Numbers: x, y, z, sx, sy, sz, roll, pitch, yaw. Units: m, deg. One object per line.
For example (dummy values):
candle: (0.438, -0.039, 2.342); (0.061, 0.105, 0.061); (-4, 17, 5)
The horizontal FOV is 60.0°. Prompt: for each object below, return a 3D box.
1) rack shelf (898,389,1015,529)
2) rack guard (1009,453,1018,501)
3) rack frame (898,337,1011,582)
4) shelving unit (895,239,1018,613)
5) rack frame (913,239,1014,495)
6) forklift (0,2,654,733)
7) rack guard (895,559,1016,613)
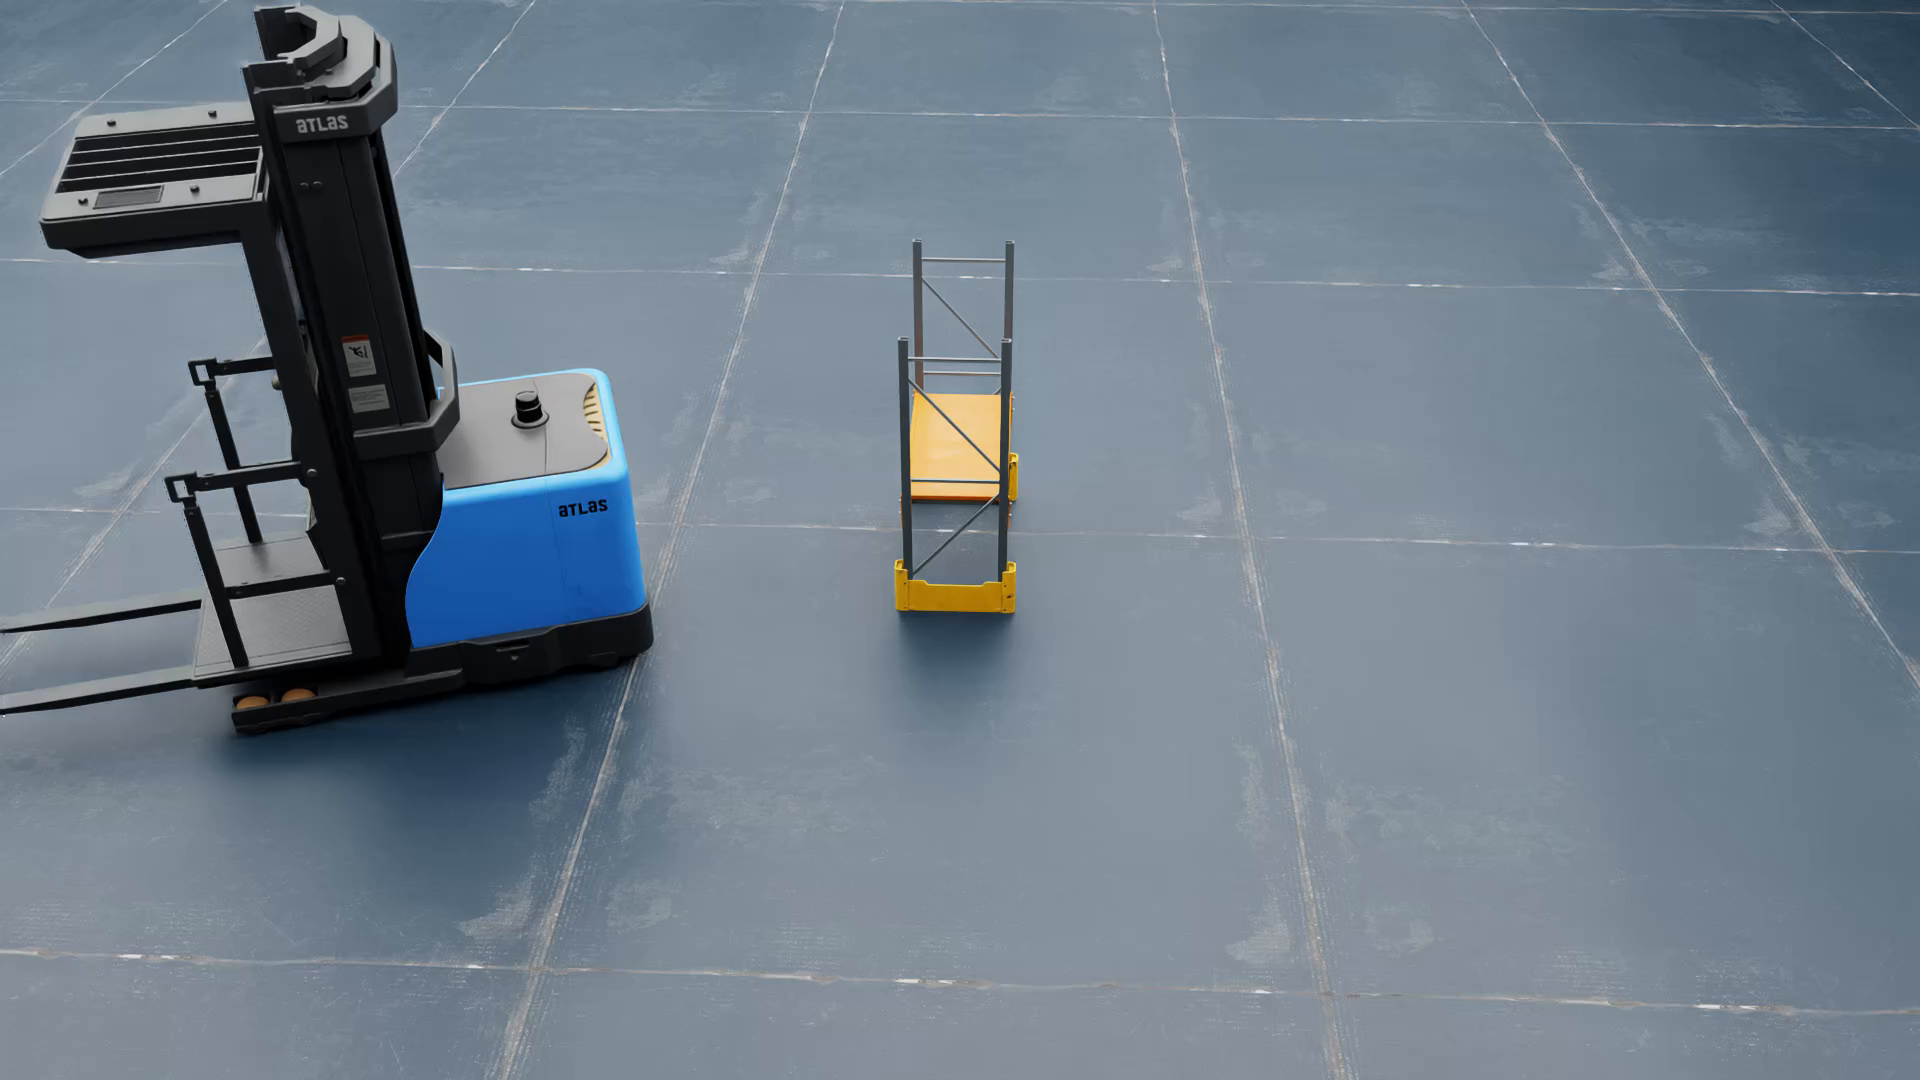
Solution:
rack shelf: (-0.003, -0.417, 8.298); (0.538, 0.185, 1.000); (1, 35, 2)
rack guard: (0.017, -0.345, 8.969); (0.587, 0.250, 0.087); (1, 35, 2)
rack frame: (-0.024, -0.273, 7.779); (0.500, 1.500, 0.032); (1, 35, 2)
shelving unit: (-0.003, -0.570, 8.202); (0.587, 1.500, 1.083); (1, 35, 2)
rack frame: (0.017, -0.857, 8.610); (0.500, 1.500, 0.032); (1, 35, 2)
forklift: (-3.027, -0.671, 7.101); (3.031, 2.935, 1.130); (-9, 36, -13)
rack guard: (-0.023, 0.228, 8.154); (0.587, 0.250, 0.087); (1, 35, 2)
